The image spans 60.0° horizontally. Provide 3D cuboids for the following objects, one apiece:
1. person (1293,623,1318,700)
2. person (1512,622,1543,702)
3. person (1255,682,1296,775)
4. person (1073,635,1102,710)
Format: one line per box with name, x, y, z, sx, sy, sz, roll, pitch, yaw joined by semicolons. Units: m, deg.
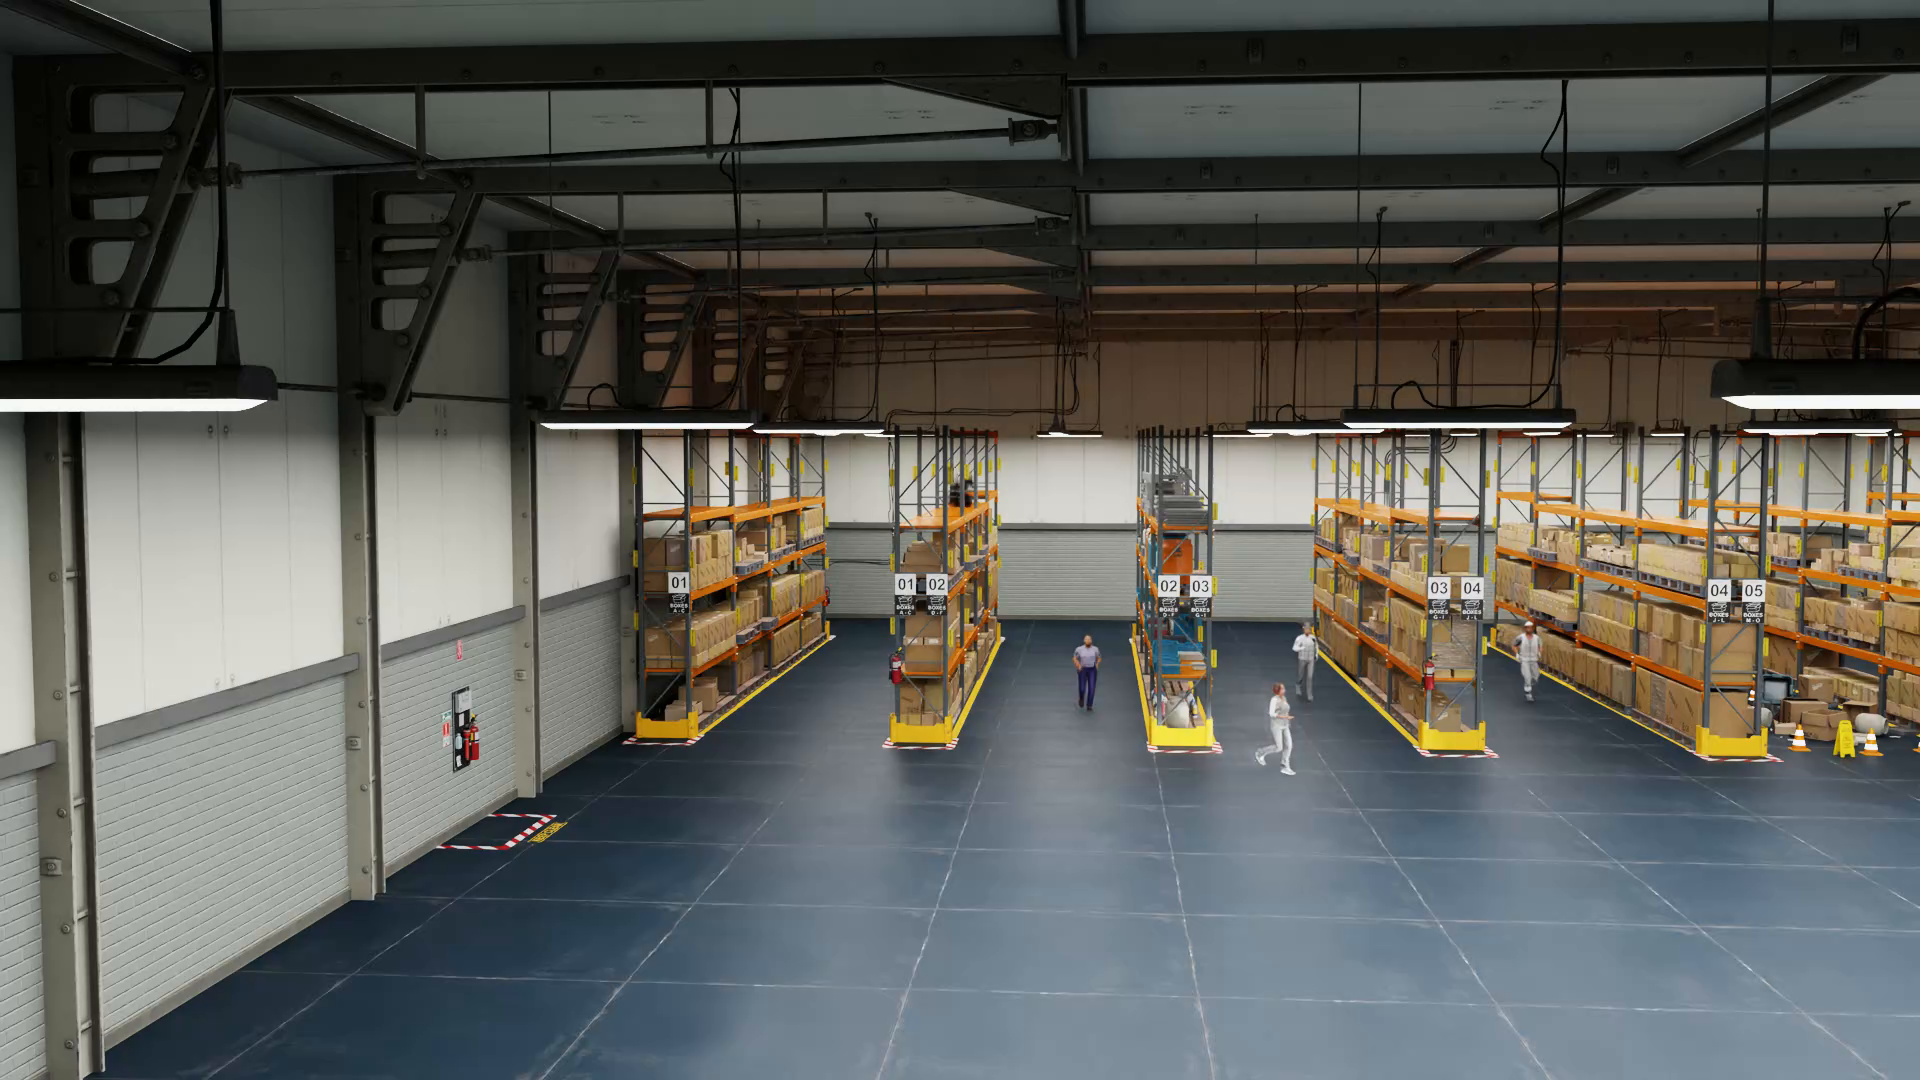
person;7.617;2.643;36.588;0.621;1.665;0.927;0;3;-3
person;12.467;2.655;36.494;0.653;1.747;0.701;0;3;5
person;5.455;3.224;28.584;0.751;1.570;0.548;3;5;41
person;2.707;2.807;35.188;0.601;1.599;0.563;0;3;-1
